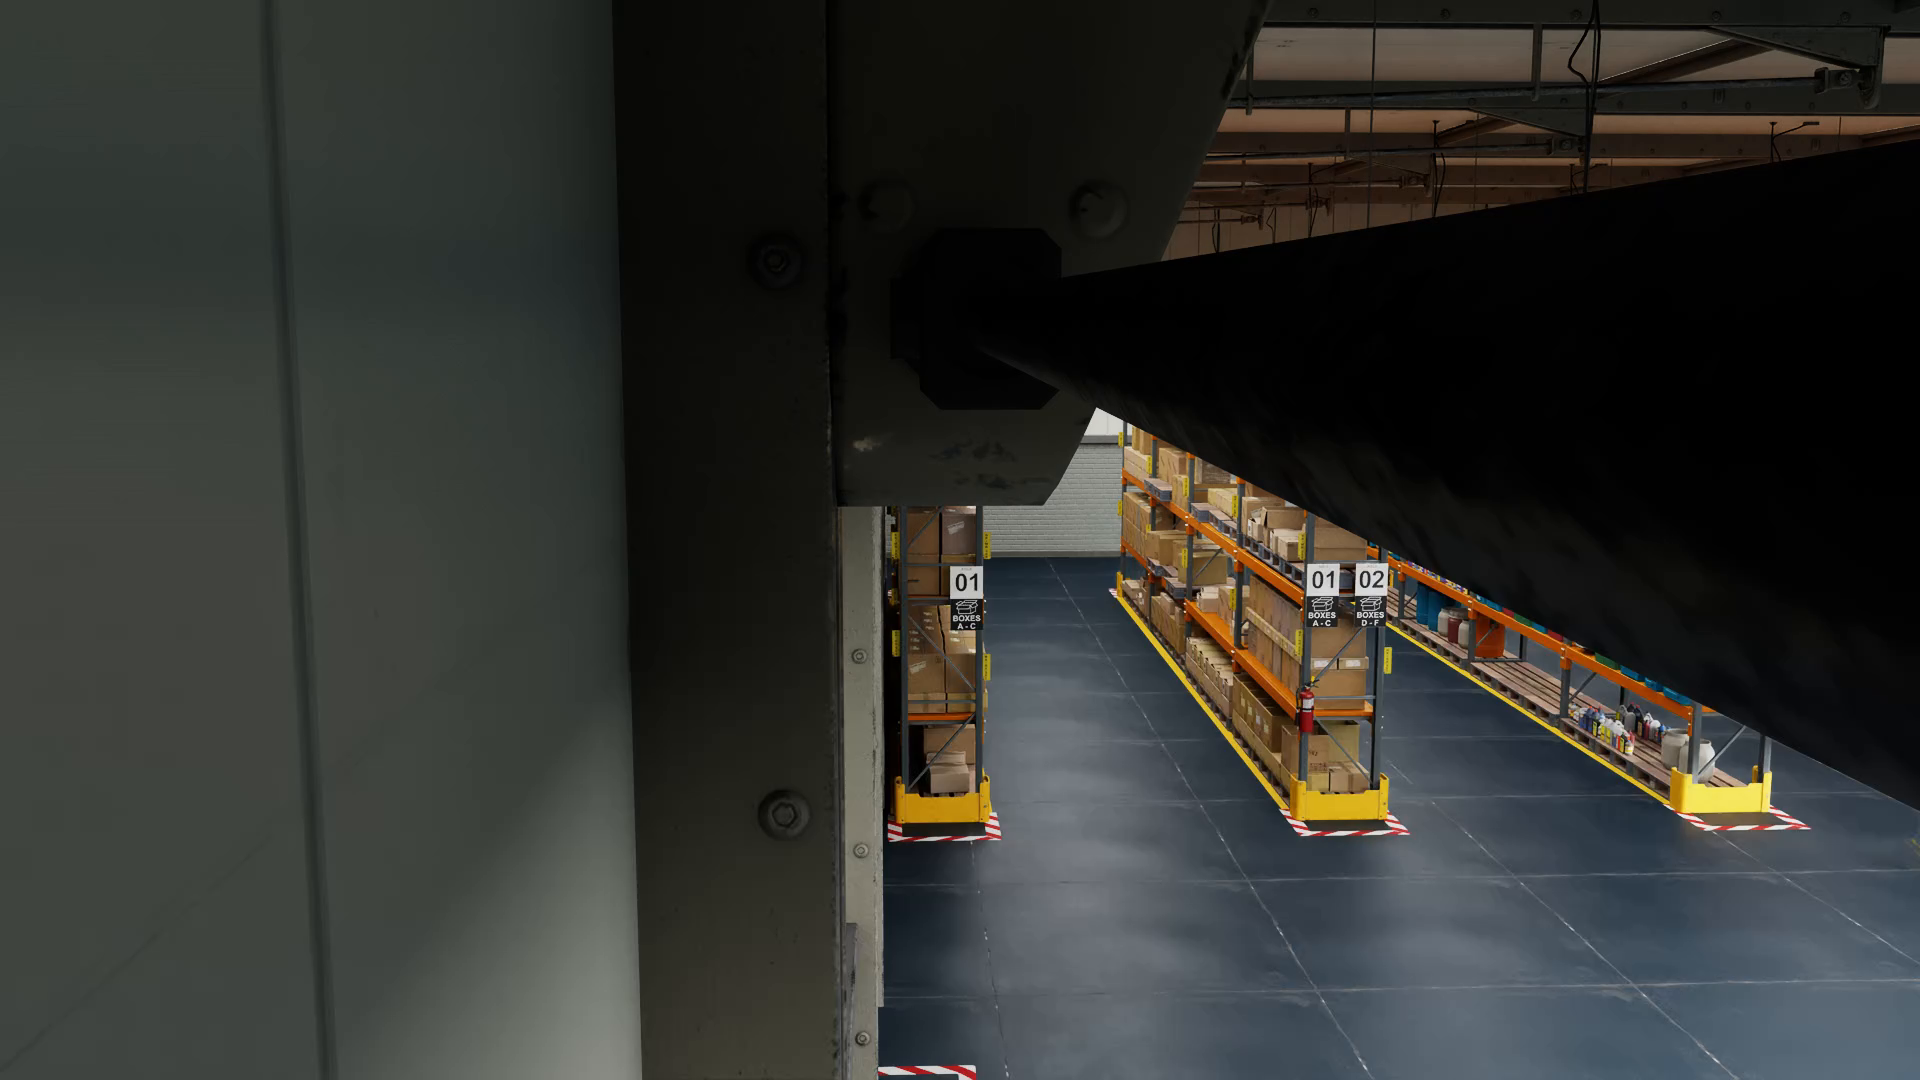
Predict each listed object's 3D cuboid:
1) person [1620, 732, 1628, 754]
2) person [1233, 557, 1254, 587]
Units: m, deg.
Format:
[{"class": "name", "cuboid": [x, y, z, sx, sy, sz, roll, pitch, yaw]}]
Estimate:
[{"class": "person", "cuboid": [12.309, 2.595, 20.912, 1.995, 1.507, 7.320, -8, 11, -44]}, {"class": "person", "cuboid": [6.004, 0.537, 35.401, 0.545, 1.701, 0.732, -2, 8, -11]}]
